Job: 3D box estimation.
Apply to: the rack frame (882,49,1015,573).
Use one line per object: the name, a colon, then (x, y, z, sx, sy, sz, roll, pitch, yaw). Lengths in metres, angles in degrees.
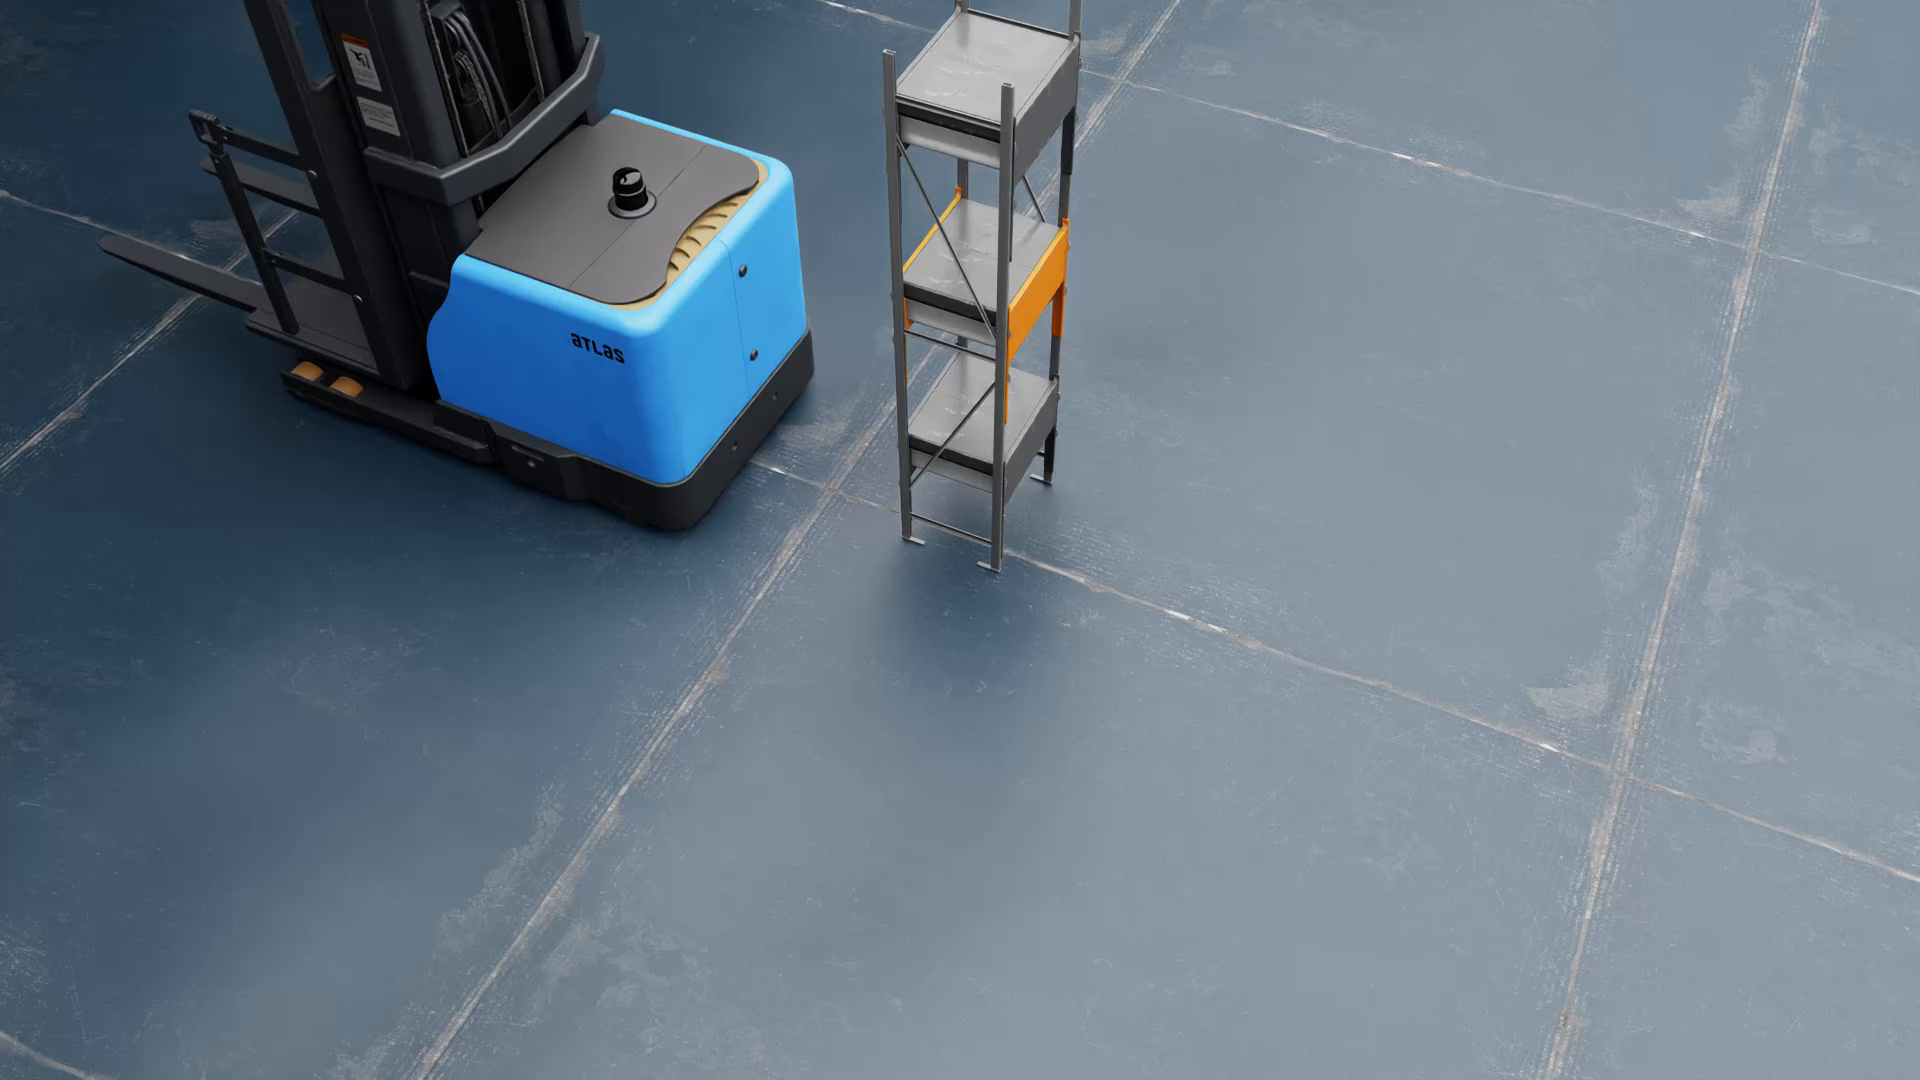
rack frame: (-0.034, -0.626, 5.404, 0.400, 2.100, 0.015, 20, 52, 16)

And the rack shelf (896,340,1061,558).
rack shelf: (0.071, -0.332, 6.091, 0.431, 0.518, 0.480, 20, 52, 16)

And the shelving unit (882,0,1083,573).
shelving unit: (0.071, -0.794, 5.547, 0.431, 2.100, 0.503, 20, 52, 16)

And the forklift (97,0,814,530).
forklift: (-2.145, -1.780, 5.840, 3.031, 2.935, 1.130, 20, 53, 17)

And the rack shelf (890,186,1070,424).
rack shelf: (0.071, -0.786, 5.558, 0.431, 0.518, 0.480, 20, 52, 16)

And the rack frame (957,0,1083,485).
rack frame: (0.175, -0.962, 5.690, 0.400, 2.100, 0.015, 20, 52, 16)

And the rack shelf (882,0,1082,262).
rack shelf: (0.071, -1.239, 5.025, 0.431, 0.518, 0.480, 20, 52, 16)
